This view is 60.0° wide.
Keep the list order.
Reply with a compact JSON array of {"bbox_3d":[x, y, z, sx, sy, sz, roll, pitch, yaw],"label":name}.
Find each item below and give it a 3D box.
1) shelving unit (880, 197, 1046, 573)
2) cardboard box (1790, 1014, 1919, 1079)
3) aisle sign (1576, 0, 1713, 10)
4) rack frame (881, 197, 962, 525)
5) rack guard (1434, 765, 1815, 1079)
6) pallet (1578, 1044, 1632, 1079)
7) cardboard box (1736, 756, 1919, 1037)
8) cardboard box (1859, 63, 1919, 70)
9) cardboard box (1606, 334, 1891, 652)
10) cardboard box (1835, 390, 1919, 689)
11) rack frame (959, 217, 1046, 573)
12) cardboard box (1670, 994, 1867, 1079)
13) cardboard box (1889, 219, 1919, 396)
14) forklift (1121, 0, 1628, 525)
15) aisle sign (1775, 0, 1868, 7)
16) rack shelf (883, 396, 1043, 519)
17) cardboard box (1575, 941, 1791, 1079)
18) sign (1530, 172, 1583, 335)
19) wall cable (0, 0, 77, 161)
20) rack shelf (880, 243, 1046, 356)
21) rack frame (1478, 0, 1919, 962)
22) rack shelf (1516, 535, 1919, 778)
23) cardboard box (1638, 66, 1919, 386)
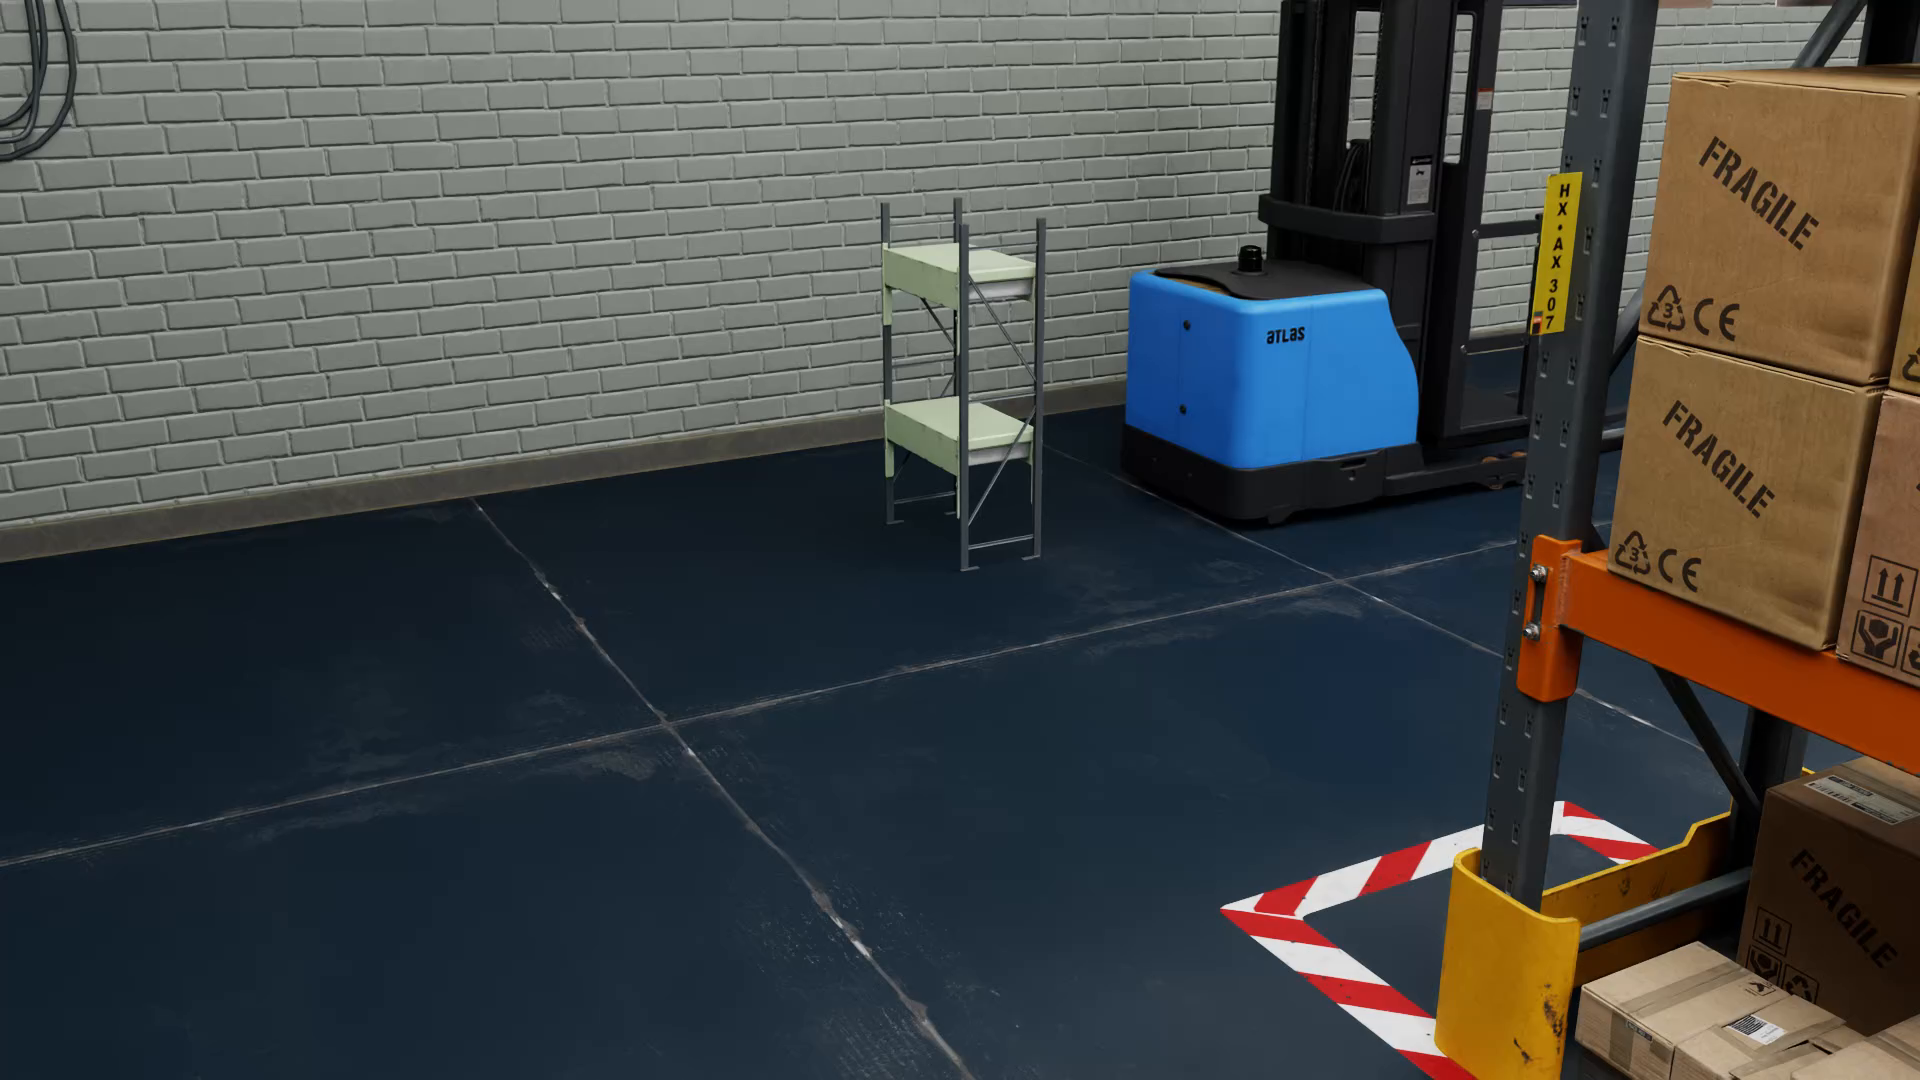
[{"bbox_3d":[0.003,-0.707,7.381,0.431,1.500,0.755,-10,21,-27],"label":"shelving unit"},{"bbox_3d":[1.943,1.177,3.162,0.500,0.250,0.500,-10,21,-27],"label":"cardboard box"},{"bbox_3d":[1.406,-1.461,3.282,0.394,0.787,0.004,-10,21,-27],"label":"aisle sign"},{"bbox_3d":[-0.171,-0.812,7.686,0.400,1.500,0.023,-10,21,-27],"label":"rack frame"},{"bbox_3d":[1.733,0.945,4.125,1.175,0.500,0.348,-10,21,-27],"label":"rack guard"},{"bbox_3d":[2.113,1.311,3.510,1.003,0.211,1.213,-10,21,-27],"label":"pallet"},{"bbox_3d":[2.172,0.833,3.775,0.500,0.500,0.500,-10,21,-27],"label":"cardboard box"},{"bbox_3d":[2.150,-0.693,3.355,0.500,0.500,0.500,-10,22,-27],"label":"cardboard box"},{"bbox_3d":[1.676,-0.137,3.277,0.500,0.500,0.500,-9,21,-26],"label":"cardboard box"},{"bbox_3d":[1.925,0.010,2.850,0.500,0.500,0.500,-10,22,-27],"label":"cardboard box"},{"bbox_3d":[0.177,-0.602,7.077,0.400,1.500,0.023,-10,21,-27],"label":"rack frame"},{"bbox_3d":[1.712,1.118,3.461,0.380,0.166,0.250,-10,21,-27],"label":"cardboard box"},{"bbox_3d":[1.931,-0.461,2.683,0.500,0.500,0.500,-10,21,-26],"label":"cardboard box"},{"bbox_3d":[2.368,-1.779,8.292,3.031,2.935,1.130,-10,21,-26],"label":"forklift"},{"bbox_3d":[1.934,-1.554,3.551,0.394,0.787,0.004,-10,21,-27],"label":"aisle sign"},{"bbox_3d":[0.003,-0.399,7.488,0.431,0.370,0.720,-10,21,-27],"label":"rack shelf"},{"bbox_3d":[1.594,1.055,3.672,0.380,0.149,0.250,-10,21,-27],"label":"cardboard box"},{"bbox_3d":[1.220,-0.583,3.396,0.100,0.325,0.005,-10,21,-27],"label":"sign"},{"bbox_3d":[-5.032,-2.537,5.948,3.097,2.526,0.112,-10,21,-27],"label":"wall cable"},{"bbox_3d":[0.003,-1.076,7.254,0.431,0.370,0.720,-10,21,-27],"label":"rack shelf"},{"bbox_3d":[1.697,-0.258,3.781,1.000,3.000,0.127,-10,21,-27],"label":"rack frame"},{"bbox_3d":[2.647,0.656,2.234,1.077,0.370,4.000,-10,21,-27],"label":"rack shelf"},{"bbox_3d":[1.676,-0.610,3.114,0.500,0.500,0.500,-9,21,-25],"label":"cardboard box"}]
